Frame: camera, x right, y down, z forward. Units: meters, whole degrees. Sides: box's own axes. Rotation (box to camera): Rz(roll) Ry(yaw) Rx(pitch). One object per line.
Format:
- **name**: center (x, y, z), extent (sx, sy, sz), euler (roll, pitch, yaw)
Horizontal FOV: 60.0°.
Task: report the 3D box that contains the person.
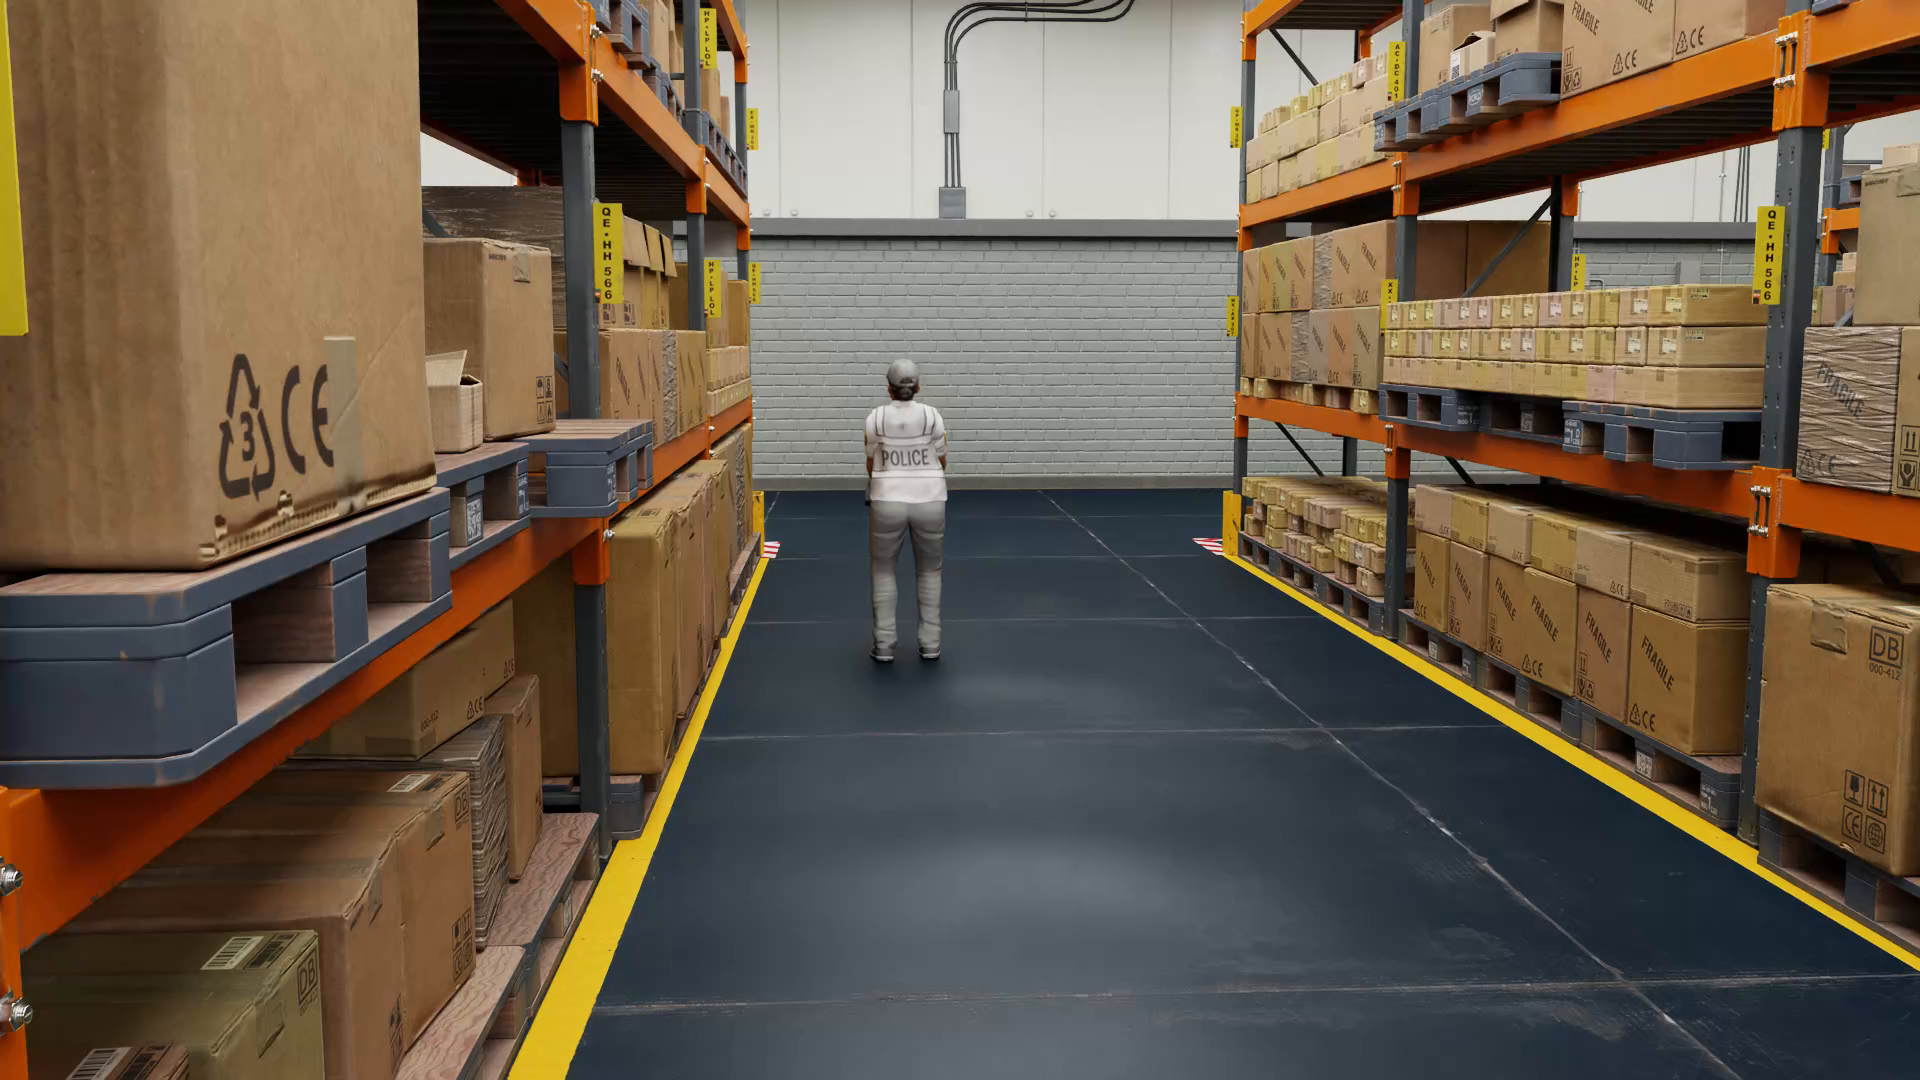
- **person**: center (-0.302, -0.169, 9.167), extent (0.453, 1.654, 0.535), euler (-1, 7, -5)
